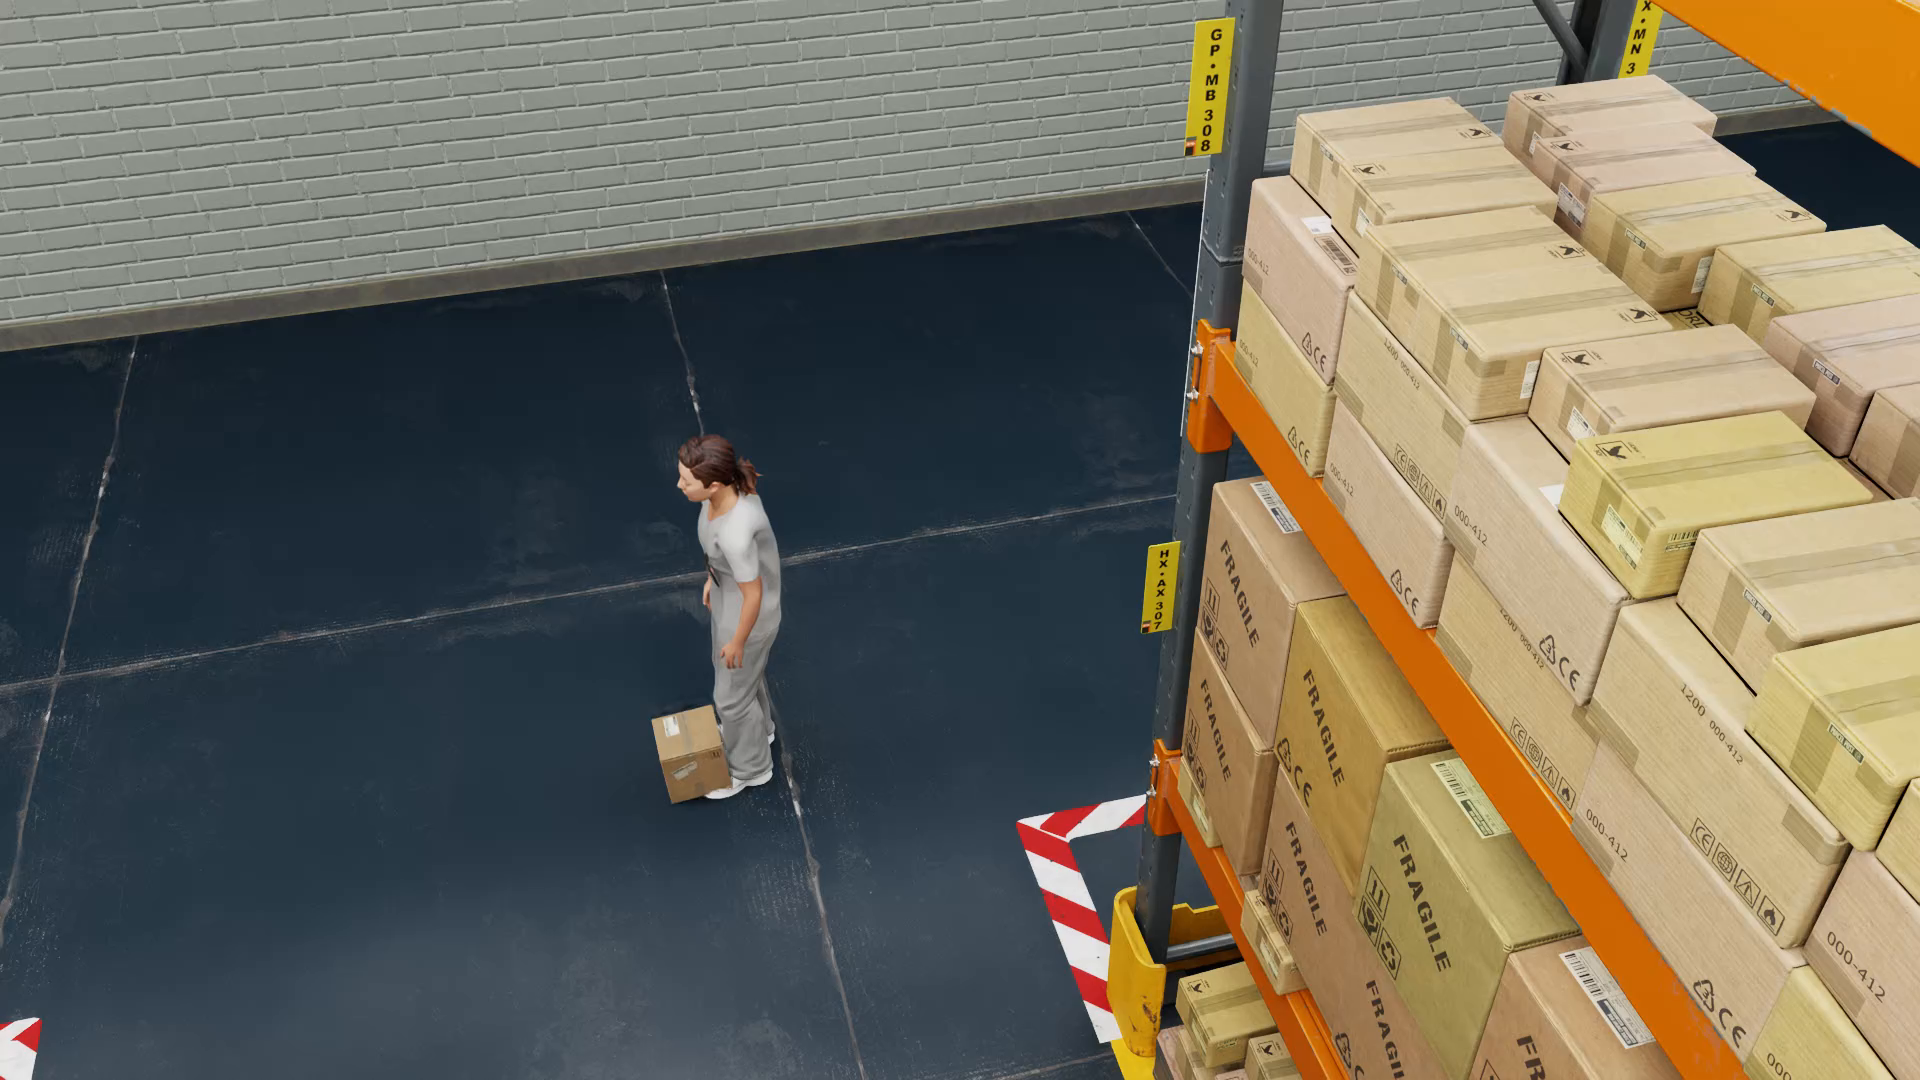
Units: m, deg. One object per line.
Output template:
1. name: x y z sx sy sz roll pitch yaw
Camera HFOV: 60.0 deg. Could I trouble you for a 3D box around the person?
1. person: -0.887 0.294 6.344 0.411 1.672 0.515 -12 40 -14
